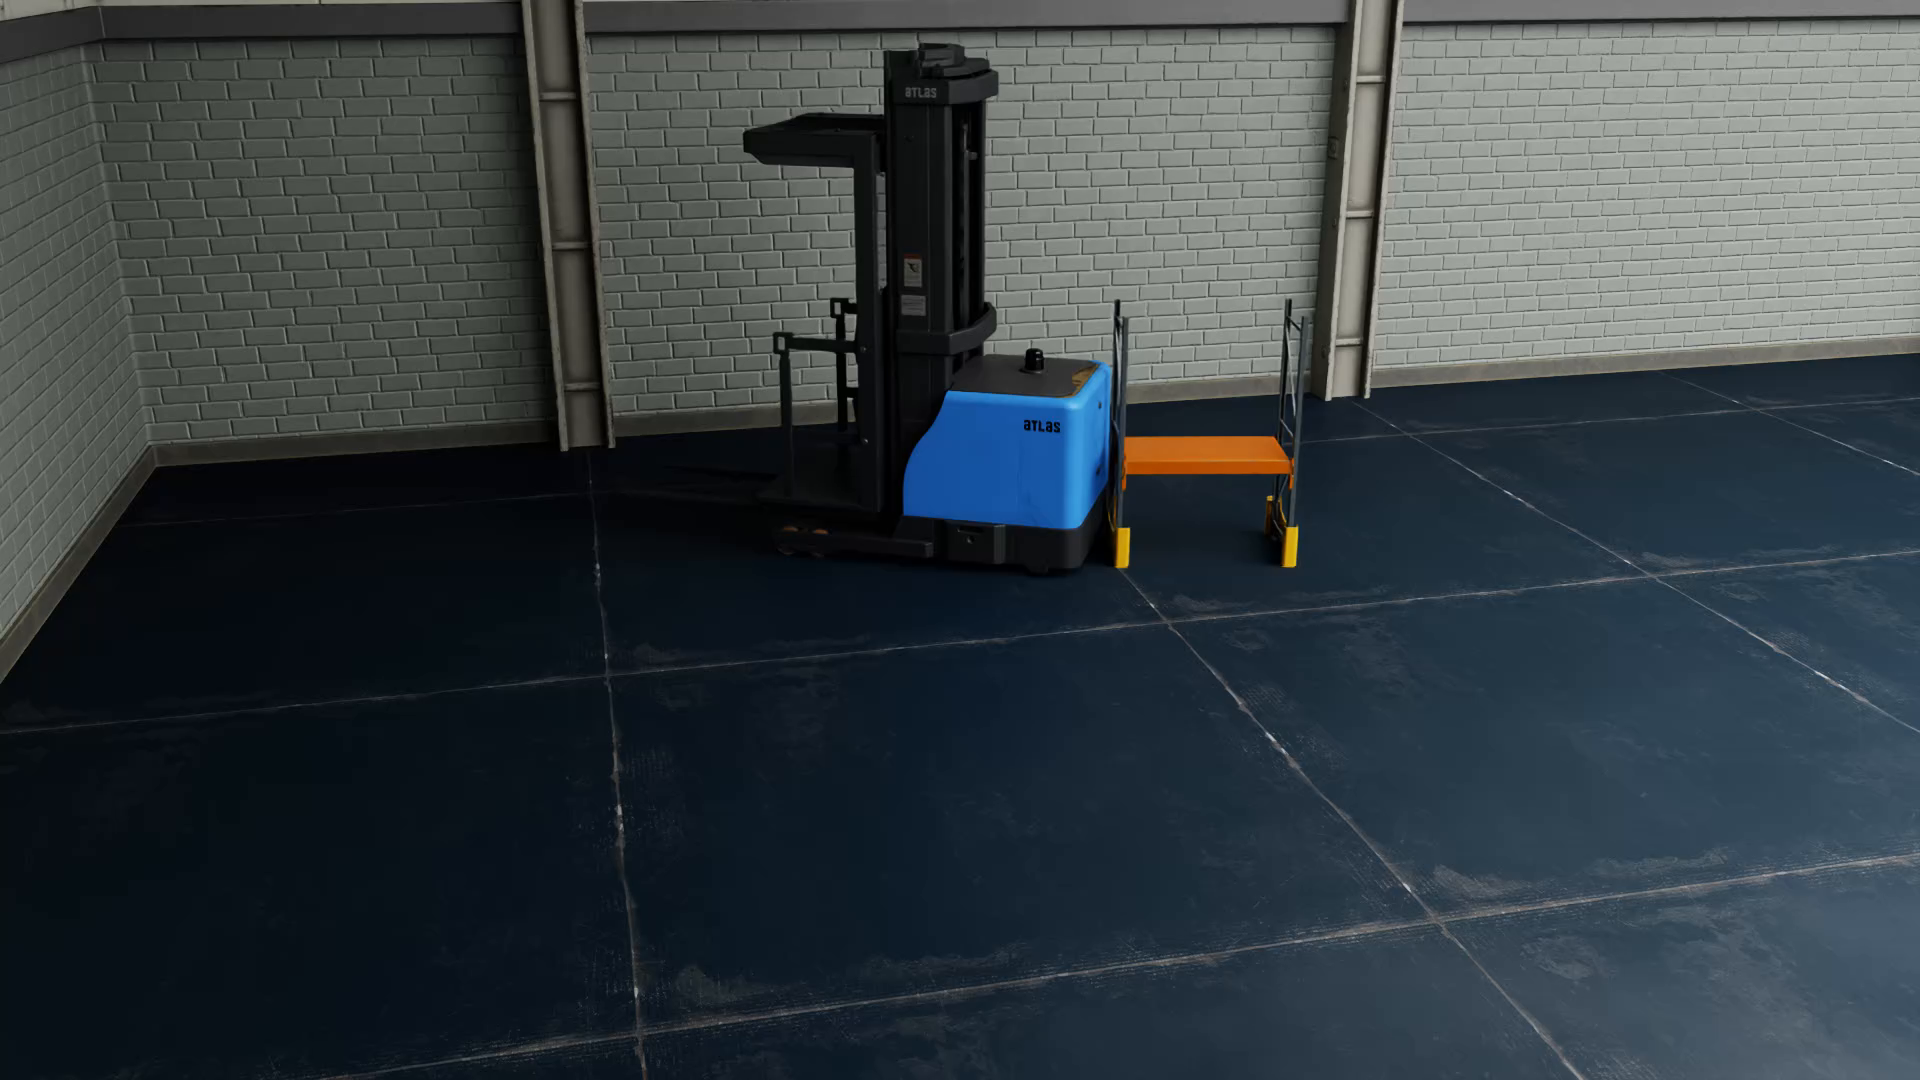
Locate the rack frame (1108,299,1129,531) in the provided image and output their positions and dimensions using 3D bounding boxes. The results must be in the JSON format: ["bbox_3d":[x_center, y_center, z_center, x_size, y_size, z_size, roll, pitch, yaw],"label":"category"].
[{"bbox_3d":[0.935,-0.637,9.872,0.032,1.500,0.500,0,20,-1],"label":"rack frame"}]

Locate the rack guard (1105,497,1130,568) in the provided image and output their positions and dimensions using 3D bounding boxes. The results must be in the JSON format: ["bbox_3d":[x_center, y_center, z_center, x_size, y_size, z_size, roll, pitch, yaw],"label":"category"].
[{"bbox_3d":[0.954,-0.050,10.088,0.087,0.250,0.587,0,20,-1],"label":"rack guard"}]

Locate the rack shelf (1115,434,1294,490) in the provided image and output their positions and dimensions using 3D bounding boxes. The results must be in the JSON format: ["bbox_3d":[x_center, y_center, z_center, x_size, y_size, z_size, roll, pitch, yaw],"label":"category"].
[{"bbox_3d":[1.443,-0.471,9.942,1.000,0.185,0.538,0,20,-1],"label":"rack shelf"}]

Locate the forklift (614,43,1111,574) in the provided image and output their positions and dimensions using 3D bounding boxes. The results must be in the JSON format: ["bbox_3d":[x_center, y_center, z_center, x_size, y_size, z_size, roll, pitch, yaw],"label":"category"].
[{"bbox_3d":[-0.637,-1.442,9.990,3.031,2.935,1.130,5,21,14],"label":"forklift"}]

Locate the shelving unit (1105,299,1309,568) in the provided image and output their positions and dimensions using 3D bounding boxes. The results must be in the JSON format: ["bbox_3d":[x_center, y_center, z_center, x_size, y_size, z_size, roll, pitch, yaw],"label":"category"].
[{"bbox_3d":[1.452,-0.640,9.880,1.083,1.500,0.587,0,20,-1],"label":"shelving unit"}]

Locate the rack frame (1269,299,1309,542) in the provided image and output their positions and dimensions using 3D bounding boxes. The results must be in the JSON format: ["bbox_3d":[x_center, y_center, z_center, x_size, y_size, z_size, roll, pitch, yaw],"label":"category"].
[{"bbox_3d":[1.951,-0.642,9.887,0.032,1.500,0.500,0,20,-1],"label":"rack frame"}]

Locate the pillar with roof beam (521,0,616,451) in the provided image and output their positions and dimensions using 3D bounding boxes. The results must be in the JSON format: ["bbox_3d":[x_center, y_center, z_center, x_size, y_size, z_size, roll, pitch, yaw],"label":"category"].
[{"bbox_3d":[-1.757,-3.496,6.776,0.400,9.000,9.100,-5,21,-12],"label":"pillar with roof beam"}]

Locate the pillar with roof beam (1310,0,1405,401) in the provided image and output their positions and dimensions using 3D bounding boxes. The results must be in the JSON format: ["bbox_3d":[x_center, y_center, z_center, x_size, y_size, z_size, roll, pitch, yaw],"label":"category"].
[{"bbox_3d":[4.082,-3.971,8.072,0.400,9.000,9.100,-5,21,-12],"label":"pillar with roof beam"}]

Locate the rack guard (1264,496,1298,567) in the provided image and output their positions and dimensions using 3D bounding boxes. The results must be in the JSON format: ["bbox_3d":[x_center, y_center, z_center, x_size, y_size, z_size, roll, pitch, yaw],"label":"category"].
[{"bbox_3d":[1.950,-0.055,10.102,0.087,0.250,0.587,0,20,-1],"label":"rack guard"}]
